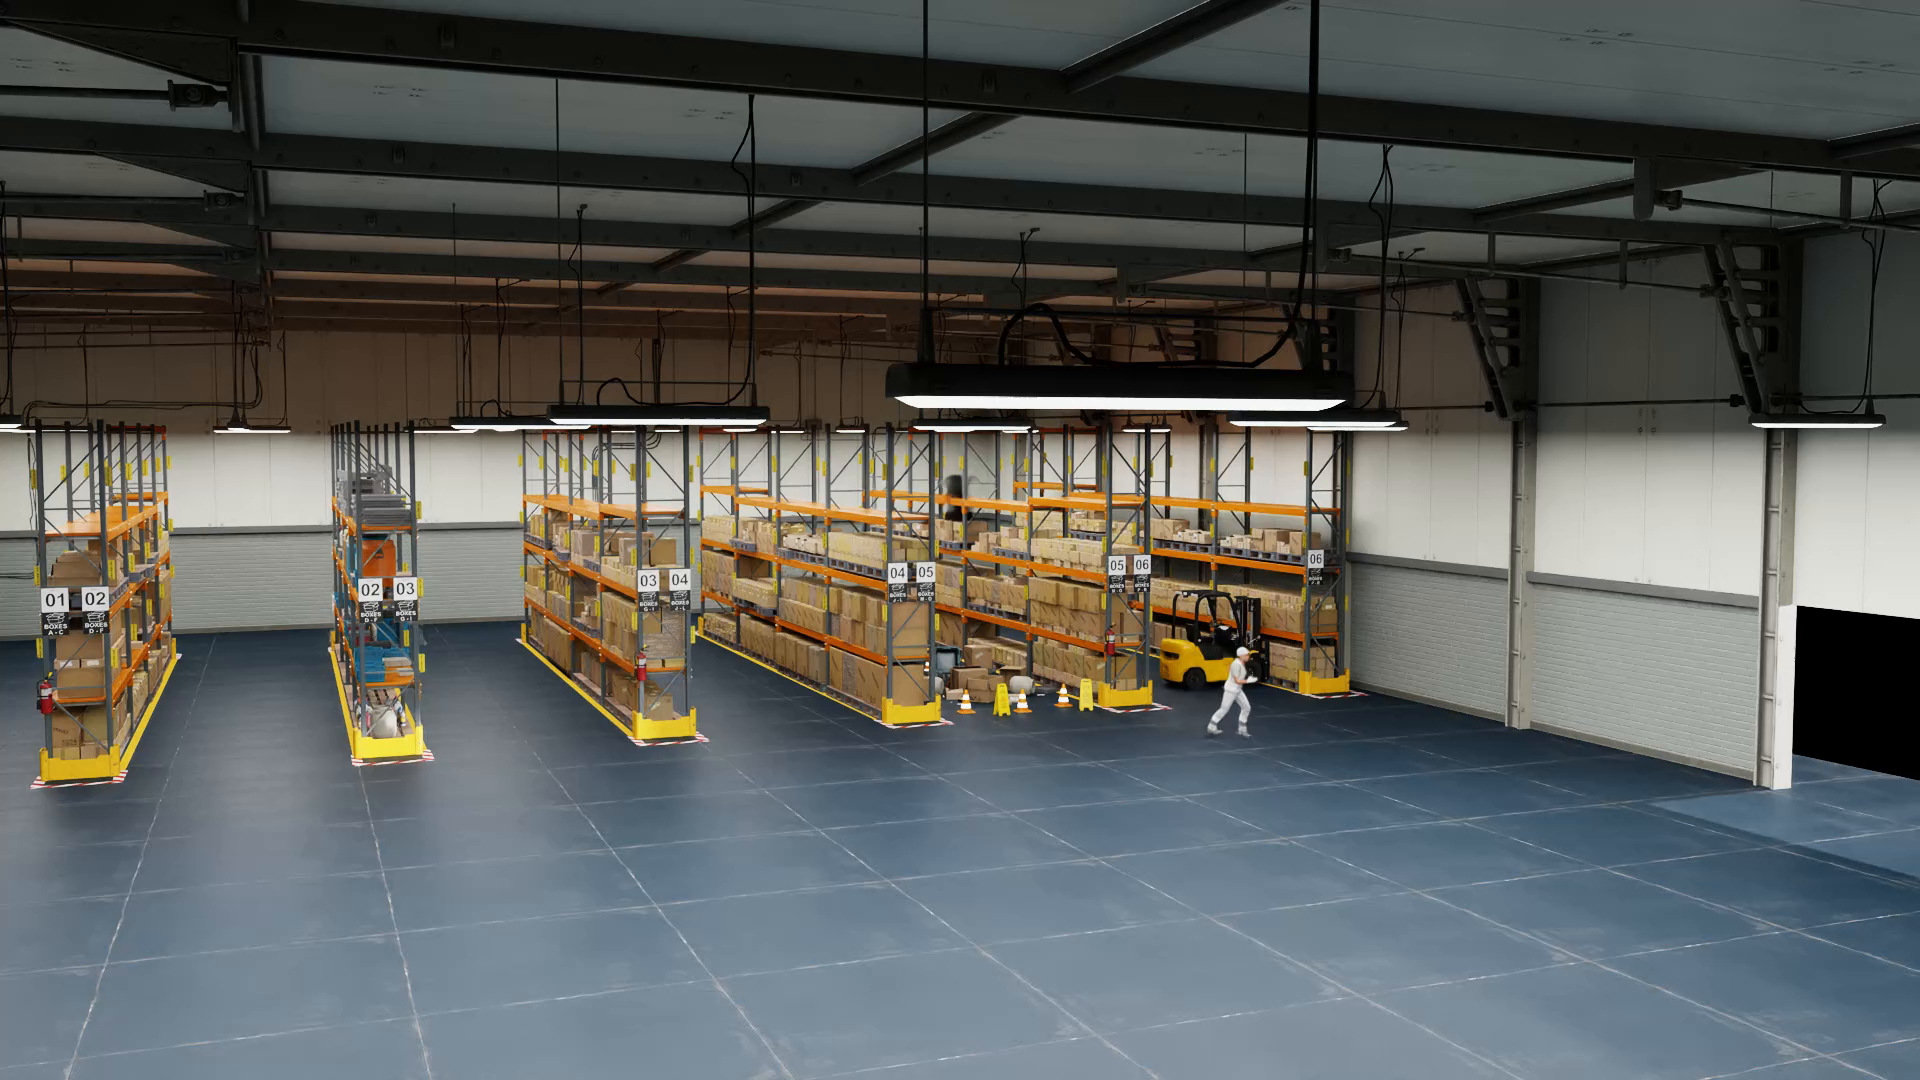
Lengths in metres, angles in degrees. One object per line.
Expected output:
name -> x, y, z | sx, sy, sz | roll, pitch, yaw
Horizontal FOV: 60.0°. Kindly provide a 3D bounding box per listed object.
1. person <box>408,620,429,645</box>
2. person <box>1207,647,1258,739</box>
person -> -15.099, 2.047, 45.485 | 0.939, 1.684, 0.617 | 1, 4, 22
person -> 5.185, 2.884, 31.477 | 0.992, 1.752, 0.695 | 2, 4, 27
